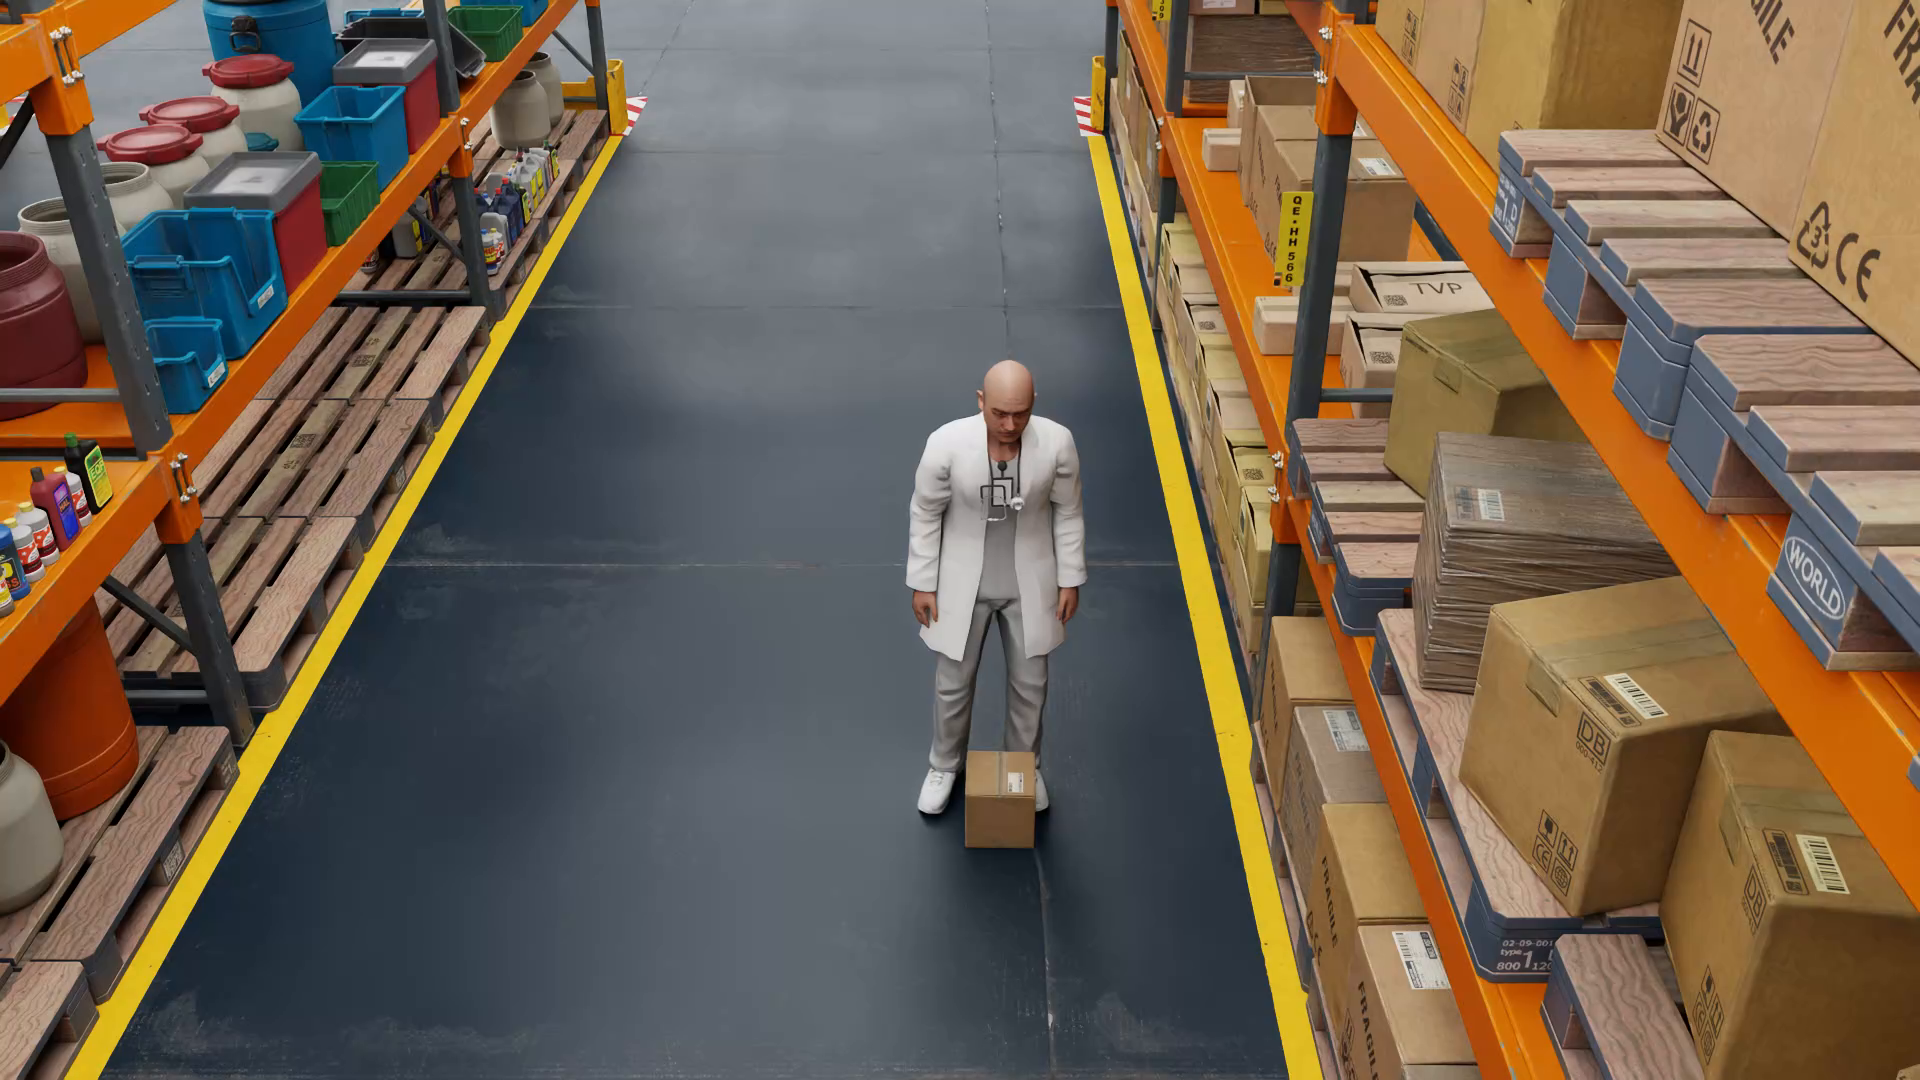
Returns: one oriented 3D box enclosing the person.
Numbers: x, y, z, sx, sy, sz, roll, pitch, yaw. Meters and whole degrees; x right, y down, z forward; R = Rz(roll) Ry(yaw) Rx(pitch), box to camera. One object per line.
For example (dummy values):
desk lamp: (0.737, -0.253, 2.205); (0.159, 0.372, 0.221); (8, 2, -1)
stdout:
person: (0.130, 0.166, 5.875); (0.643, 1.772, 0.432); (-2, 31, -3)
